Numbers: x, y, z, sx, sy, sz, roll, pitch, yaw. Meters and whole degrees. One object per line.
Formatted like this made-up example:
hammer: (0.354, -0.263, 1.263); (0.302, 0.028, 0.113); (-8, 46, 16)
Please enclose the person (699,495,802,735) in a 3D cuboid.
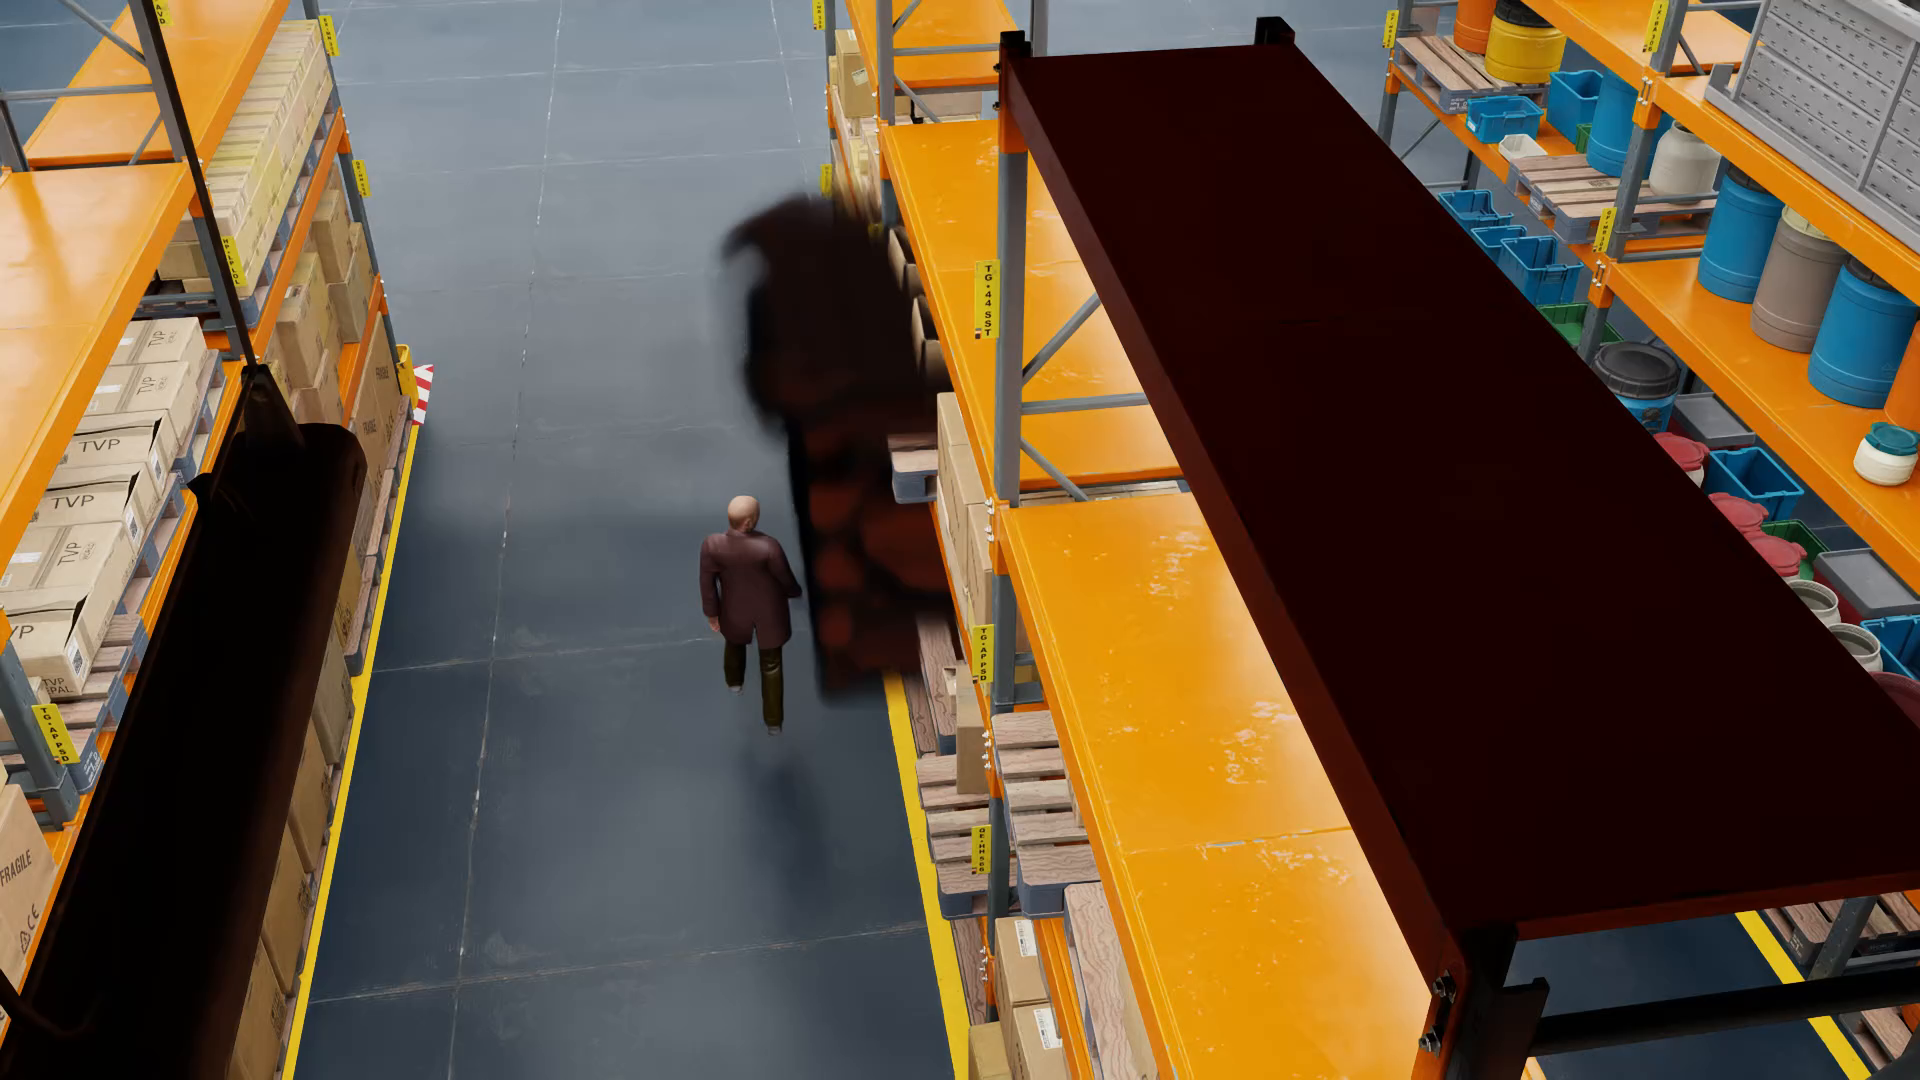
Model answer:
person: (-1.351, 0.382, 10.929); (0.636, 1.760, 0.792); (1, 36, 1)
